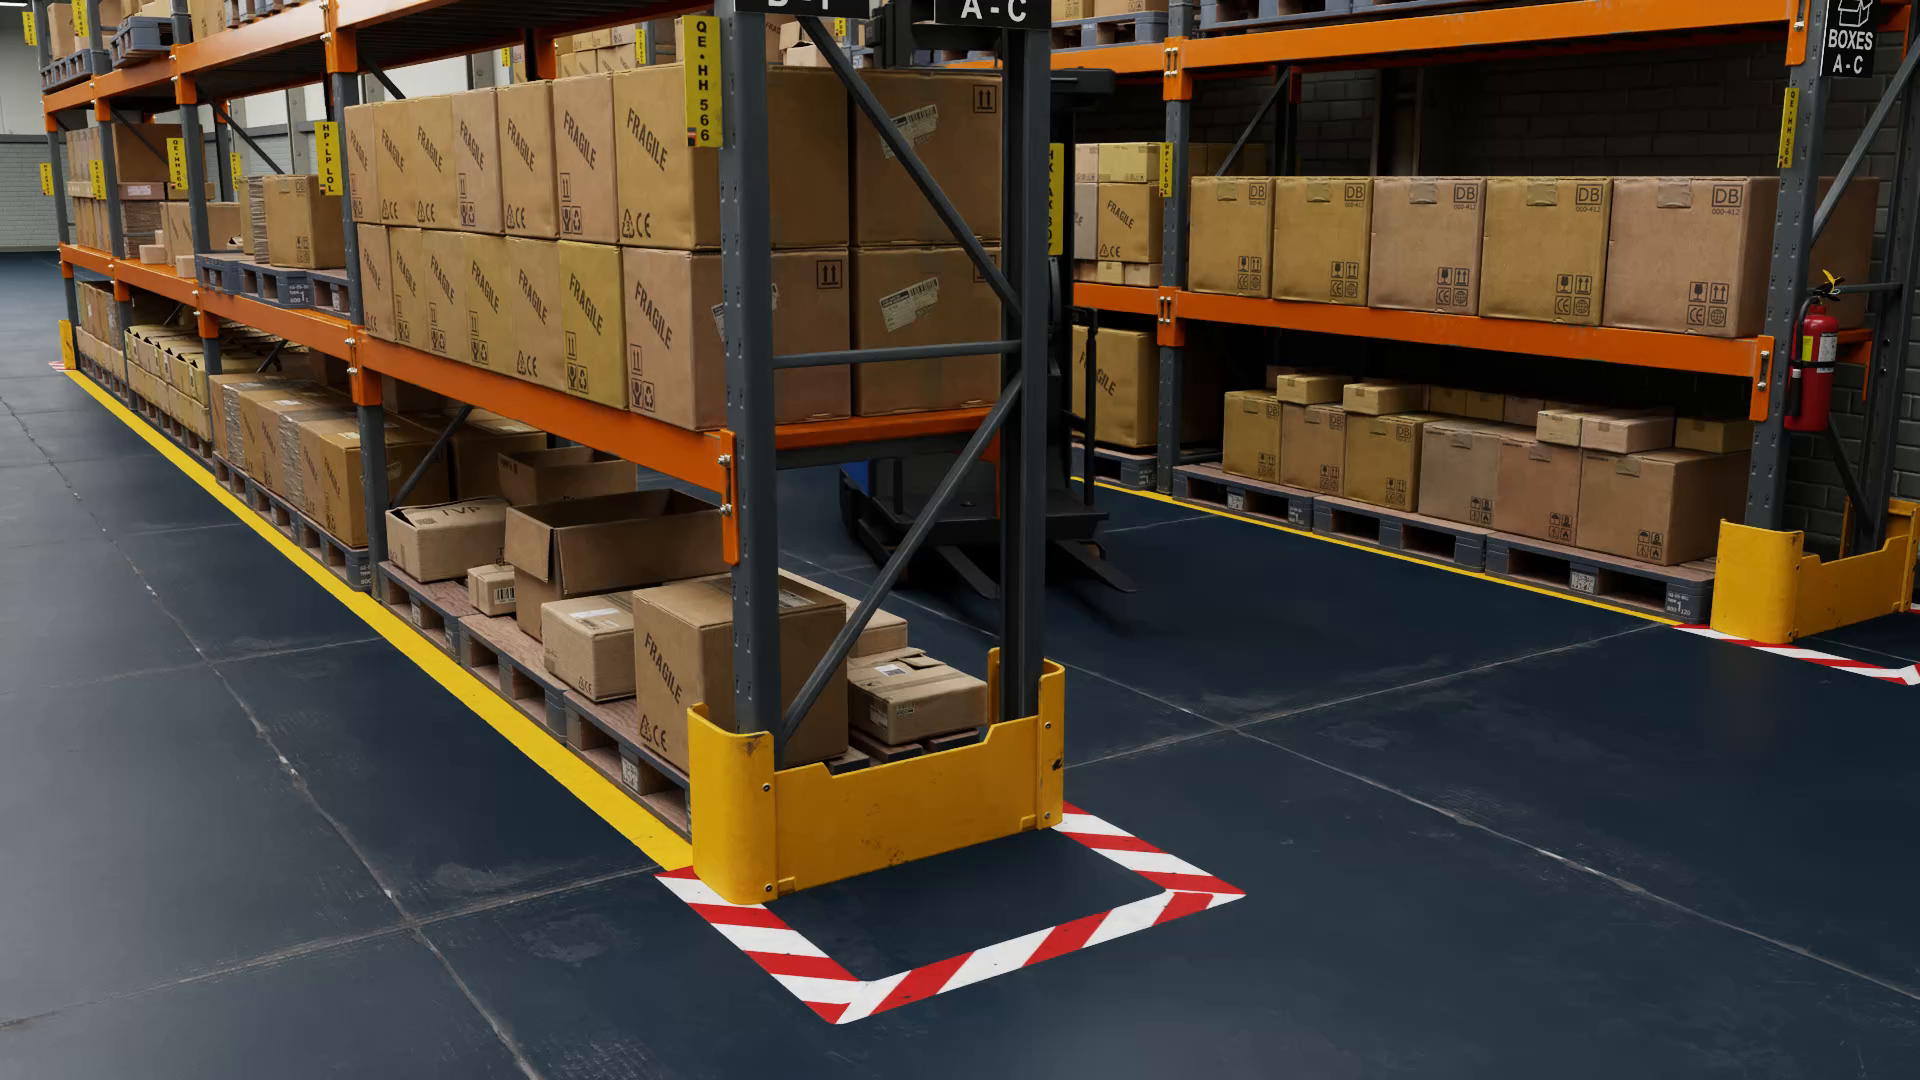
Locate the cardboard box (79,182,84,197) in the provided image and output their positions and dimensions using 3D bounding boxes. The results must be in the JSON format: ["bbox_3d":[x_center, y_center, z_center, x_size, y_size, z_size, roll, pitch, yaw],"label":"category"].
[{"bbox_3d":[-8.441,-3.452,16.375,0.380,0.149,0.250,-9,15,-35],"label":"cardboard box"}]

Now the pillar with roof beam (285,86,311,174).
[{"bbox_3d":[-17.379,-9.553,31.980,9.100,9.000,0.400,-8,15,-33],"label":"pillar with roof beam"}]

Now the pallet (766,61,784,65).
[{"bbox_3d":[-1.884,-4.308,15.459,1.213,0.211,1.003,-8,15,-33],"label":"pallet"}]

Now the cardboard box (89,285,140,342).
[{"bbox_3d":[-8.112,-2.205,16.120,0.500,0.500,0.500,-8,15,-33],"label":"cardboard box"}]

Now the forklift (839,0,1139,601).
[{"bbox_3d":[0.115,-1.289,8.397,1.130,2.935,3.031,-3,13,-13],"label":"forklift"}]

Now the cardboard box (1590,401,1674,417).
[{"bbox_3d":[3.418,-0.612,8.488,0.380,0.149,0.250,-8,15,-33],"label":"cardboard box"}]

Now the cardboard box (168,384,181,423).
[{"bbox_3d":[-5.679,-1.050,12.596,0.500,0.250,0.500,-8,15,-31],"label":"cardboard box"}]

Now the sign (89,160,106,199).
[{"bbox_3d":[-7.297,-3.050,14.074,0.100,0.325,0.005,-8,15,-33],"label":"sign"}]

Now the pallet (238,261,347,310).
[{"bbox_3d":[-3.539,-1.503,9.665,1.003,0.211,1.213,-8,15,-33],"label":"pallet"}]

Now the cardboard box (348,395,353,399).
[{"bbox_3d":[-3.324,-0.613,9.965,0.500,0.500,0.500,-9,15,-35],"label":"cardboard box"}]

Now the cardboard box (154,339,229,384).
[{"bbox_3d":[-5.962,-1.414,12.945,0.500,0.311,0.500,-8,14,-31],"label":"cardboard box"}]

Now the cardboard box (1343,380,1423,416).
[{"bbox_3d":[2.374,-0.799,9.342,0.380,0.149,0.250,-9,15,-34],"label":"cardboard box"}]

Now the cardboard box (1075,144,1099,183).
[{"bbox_3d":[0.971,-2.533,11.192,0.500,0.250,0.500,-8,15,-32],"label":"cardboard box"}]

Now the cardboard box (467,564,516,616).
[{"bbox_3d":[-1.864,0.191,7.070,0.380,0.166,0.250,-8,15,-33],"label":"cardboard box"}]

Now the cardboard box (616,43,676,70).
[{"bbox_3d":[-3.201,-4.826,17.106,0.500,0.500,0.500,-8,14,-31],"label":"cardboard box"}]

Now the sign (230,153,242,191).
[{"bbox_3d":[-6.390,-3.247,14.663,0.100,0.325,0.005,-8,15,-33],"label":"sign"}]

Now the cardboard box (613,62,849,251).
[{"bbox_3d":[-0.663,-1.104,4.813,0.500,0.500,0.500,-8,15,-33],"label":"cardboard box"}]

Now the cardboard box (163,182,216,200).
[{"bbox_3d":[-6.824,-3.090,14.720,0.380,0.149,0.250,-8,15,-33],"label":"cardboard box"}]

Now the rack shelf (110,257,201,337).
[{"bbox_3d":[-5.728,-1.947,12.927,1.077,0.370,4.000,-8,15,-33],"label":"rack shelf"}]

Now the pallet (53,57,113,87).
[{"bbox_3d":[-8.002,-4.441,15.836,1.003,0.211,1.213,-8,15,-33],"label":"pallet"}]

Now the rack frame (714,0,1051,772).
[{"bbox_3d":[-0.187,-0.520,4.717,1.000,3.000,0.127,-8,15,-33],"label":"rack frame"}]

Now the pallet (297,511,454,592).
[{"bbox_3d":[-2.886,-0.009,8.909,1.003,0.211,1.213,-8,15,-33],"label":"pallet"}]

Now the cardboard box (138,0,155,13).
[{"bbox_3d":[-6.192,-4.405,13.074,0.500,0.500,0.500,-6,14,-27],"label":"cardboard box"}]

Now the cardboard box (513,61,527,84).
[{"bbox_3d":[-4.953,-5.387,19.673,0.500,0.500,0.500,-8,14,-31],"label":"cardboard box"}]

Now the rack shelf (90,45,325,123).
[{"bbox_3d":[-5.728,-3.412,12.606,1.077,0.370,4.000,-8,15,-33],"label":"rack shelf"}]

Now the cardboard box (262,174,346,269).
[{"bbox_3d":[-3.434,-1.792,9.318,0.500,0.500,0.700,11,16,41],"label":"cardboard box"}]

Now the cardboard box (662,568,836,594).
[{"bbox_3d":[-0.807,0.300,6.373,0.500,0.250,0.500,-8,15,-33],"label":"cardboard box"}]

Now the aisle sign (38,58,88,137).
[{"bbox_3d":[-9.344,-4.611,17.339,0.394,0.787,0.004,-8,15,-33],"label":"aisle sign"}]

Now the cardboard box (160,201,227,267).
[{"bbox_3d":[-6.132,-2.471,13.404,0.500,0.500,0.500,-7,14,-29],"label":"cardboard box"}]

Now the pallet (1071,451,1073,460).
[{"bbox_3d":[0.548,-0.801,12.532,1.003,0.211,1.213,-8,15,-33],"label":"pallet"}]

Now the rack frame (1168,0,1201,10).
[{"bbox_3d":[1.718,-4.749,10.014,1.000,3.000,0.127,-8,15,-33],"label":"rack frame"}]

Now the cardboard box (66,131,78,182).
[{"bbox_3d":[-8.775,-3.954,17.151,0.700,0.500,0.500,-8,15,-33],"label":"cardboard box"}]

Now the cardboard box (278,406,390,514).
[{"bbox_3d":[-3.460,-0.457,9.251,0.500,0.500,0.500,-8,15,-32],"label":"cardboard box"}]

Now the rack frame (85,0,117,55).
[{"bbox_3d":[-6.836,-5.585,13.836,1.000,3.000,0.127,-8,15,-33],"label":"rack frame"}]

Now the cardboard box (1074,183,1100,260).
[{"bbox_3d":[0.962,-2.164,11.259,0.500,0.500,0.500,-8,15,-32],"label":"cardboard box"}]

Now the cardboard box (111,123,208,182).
[{"bbox_3d":[-7.087,-3.415,14.685,0.700,0.500,0.500,-8,15,-32],"label":"cardboard box"}]

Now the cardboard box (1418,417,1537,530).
[{"bbox_3d":[2.907,-0.382,8.954,0.700,0.500,0.500,-9,15,-35],"label":"cardboard box"}]

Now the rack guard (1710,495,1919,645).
[{"bbox_3d":[3.948,0.119,7.649,1.175,0.500,0.348,-8,15,-33],"label":"rack guard"}]

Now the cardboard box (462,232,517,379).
[{"bbox_3d":[-1.504,-0.887,6.162,0.500,0.500,0.500,-8,15,-34],"label":"cardboard box"}]

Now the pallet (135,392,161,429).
[{"bbox_3d":[-6.395,-1.165,14.196,1.003,0.211,1.213,-8,15,-33],"label":"pallet"}]

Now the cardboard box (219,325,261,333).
[{"bbox_3d":[-6.080,-1.660,14.072,0.500,0.311,0.500,-8,14,-31],"label":"cardboard box"}]

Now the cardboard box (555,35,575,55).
[{"bbox_3d":[-4.390,-5.683,18.683,0.500,0.500,0.500,-8,14,-31],"label":"cardboard box"}]

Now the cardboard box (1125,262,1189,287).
[{"bbox_3d":[1.295,-1.732,10.801,0.380,0.149,0.250,-8,15,-32],"label":"cardboard box"}]

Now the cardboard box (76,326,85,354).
[{"bbox_3d":[-8.940,-2.106,17.422,0.500,0.250,0.500,-8,15,-33],"label":"cardboard box"}]

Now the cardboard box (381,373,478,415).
[{"bbox_3d":[-3.023,-0.884,9.449,0.500,0.250,0.500,-8,15,-33],"label":"cardboard box"}]

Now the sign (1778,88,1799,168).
[{"bbox_3d":[3.475,-1.726,6.970,0.100,0.325,0.005,-8,15,-33],"label":"sign"}]

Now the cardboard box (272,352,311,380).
[{"bbox_3d":[-4.666,-1.206,11.997,0.500,0.311,0.500,-8,14,-31],"label":"cardboard box"}]

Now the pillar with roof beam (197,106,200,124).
[{"bbox_3d":[-24.028,-11.687,41.740,9.100,9.000,0.548,-8,15,-33],"label":"pillar with roof beam"}]

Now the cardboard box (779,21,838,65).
[{"bbox_3d":[-1.139,-4.297,14.679,0.797,0.503,0.637,-6,14,-25],"label":"cardboard box"}]

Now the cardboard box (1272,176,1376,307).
[{"bbox_3d":[2.405,-1.736,9.576,0.980,0.700,0.700,-9,15,-34],"label":"cardboard box"}]

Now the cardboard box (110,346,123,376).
[{"bbox_3d":[-7.544,-1.663,15.396,0.500,0.250,0.500,-8,15,-33],"label":"cardboard box"}]

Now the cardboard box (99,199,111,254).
[{"bbox_3d":[-7.660,-2.964,15.659,0.700,0.500,0.500,-8,15,-32],"label":"cardboard box"}]

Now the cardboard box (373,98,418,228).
[{"bbox_3d":[-2.091,-1.560,6.898,0.500,0.500,0.500,-9,15,-35],"label":"cardboard box"}]

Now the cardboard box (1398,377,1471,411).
[{"bbox_3d":[2.711,-0.838,9.522,0.380,0.149,0.250,-8,15,-32],"label":"cardboard box"}]

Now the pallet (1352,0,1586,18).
[{"bbox_3d":[2.835,-2.877,8.681,1.003,0.211,1.213,-8,15,-33],"label":"pallet"}]

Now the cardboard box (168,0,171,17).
[{"bbox_3d":[-5.224,-3.705,11.629,0.500,0.250,0.500,-8,14,-31],"label":"cardboard box"}]
